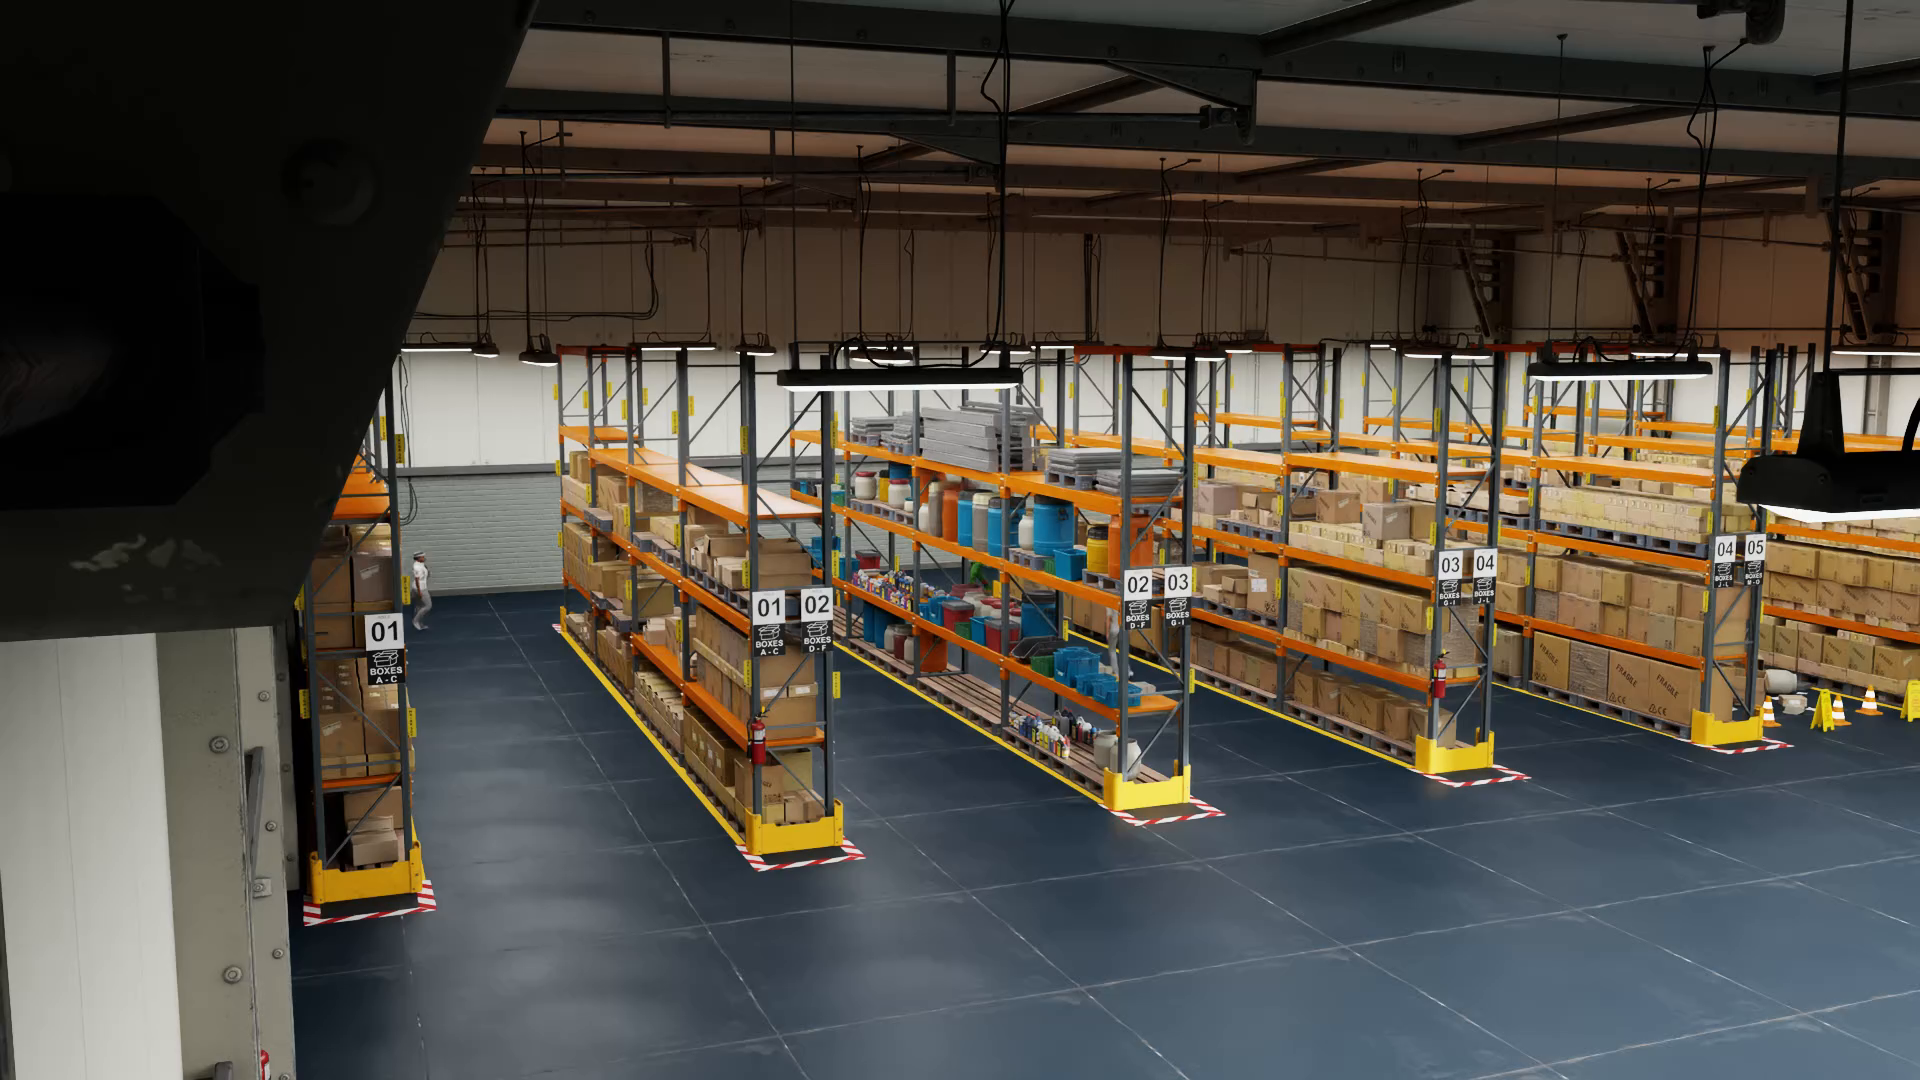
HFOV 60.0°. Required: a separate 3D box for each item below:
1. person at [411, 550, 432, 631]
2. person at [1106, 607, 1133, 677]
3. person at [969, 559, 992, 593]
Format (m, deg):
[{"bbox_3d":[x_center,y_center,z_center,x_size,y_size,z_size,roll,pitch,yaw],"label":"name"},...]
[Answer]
[{"bbox_3d":[-11.352,1.047,34.962,0.426,1.684,0.472,-3,8,-25],"label":"person"},{"bbox_3d":[2.879,1.685,30.160,0.494,1.669,0.534,-3,8,-22],"label":"person"},{"bbox_3d":[0.358,0.481,39.237,1.053,1.742,0.521,-6,9,-38],"label":"person"}]
